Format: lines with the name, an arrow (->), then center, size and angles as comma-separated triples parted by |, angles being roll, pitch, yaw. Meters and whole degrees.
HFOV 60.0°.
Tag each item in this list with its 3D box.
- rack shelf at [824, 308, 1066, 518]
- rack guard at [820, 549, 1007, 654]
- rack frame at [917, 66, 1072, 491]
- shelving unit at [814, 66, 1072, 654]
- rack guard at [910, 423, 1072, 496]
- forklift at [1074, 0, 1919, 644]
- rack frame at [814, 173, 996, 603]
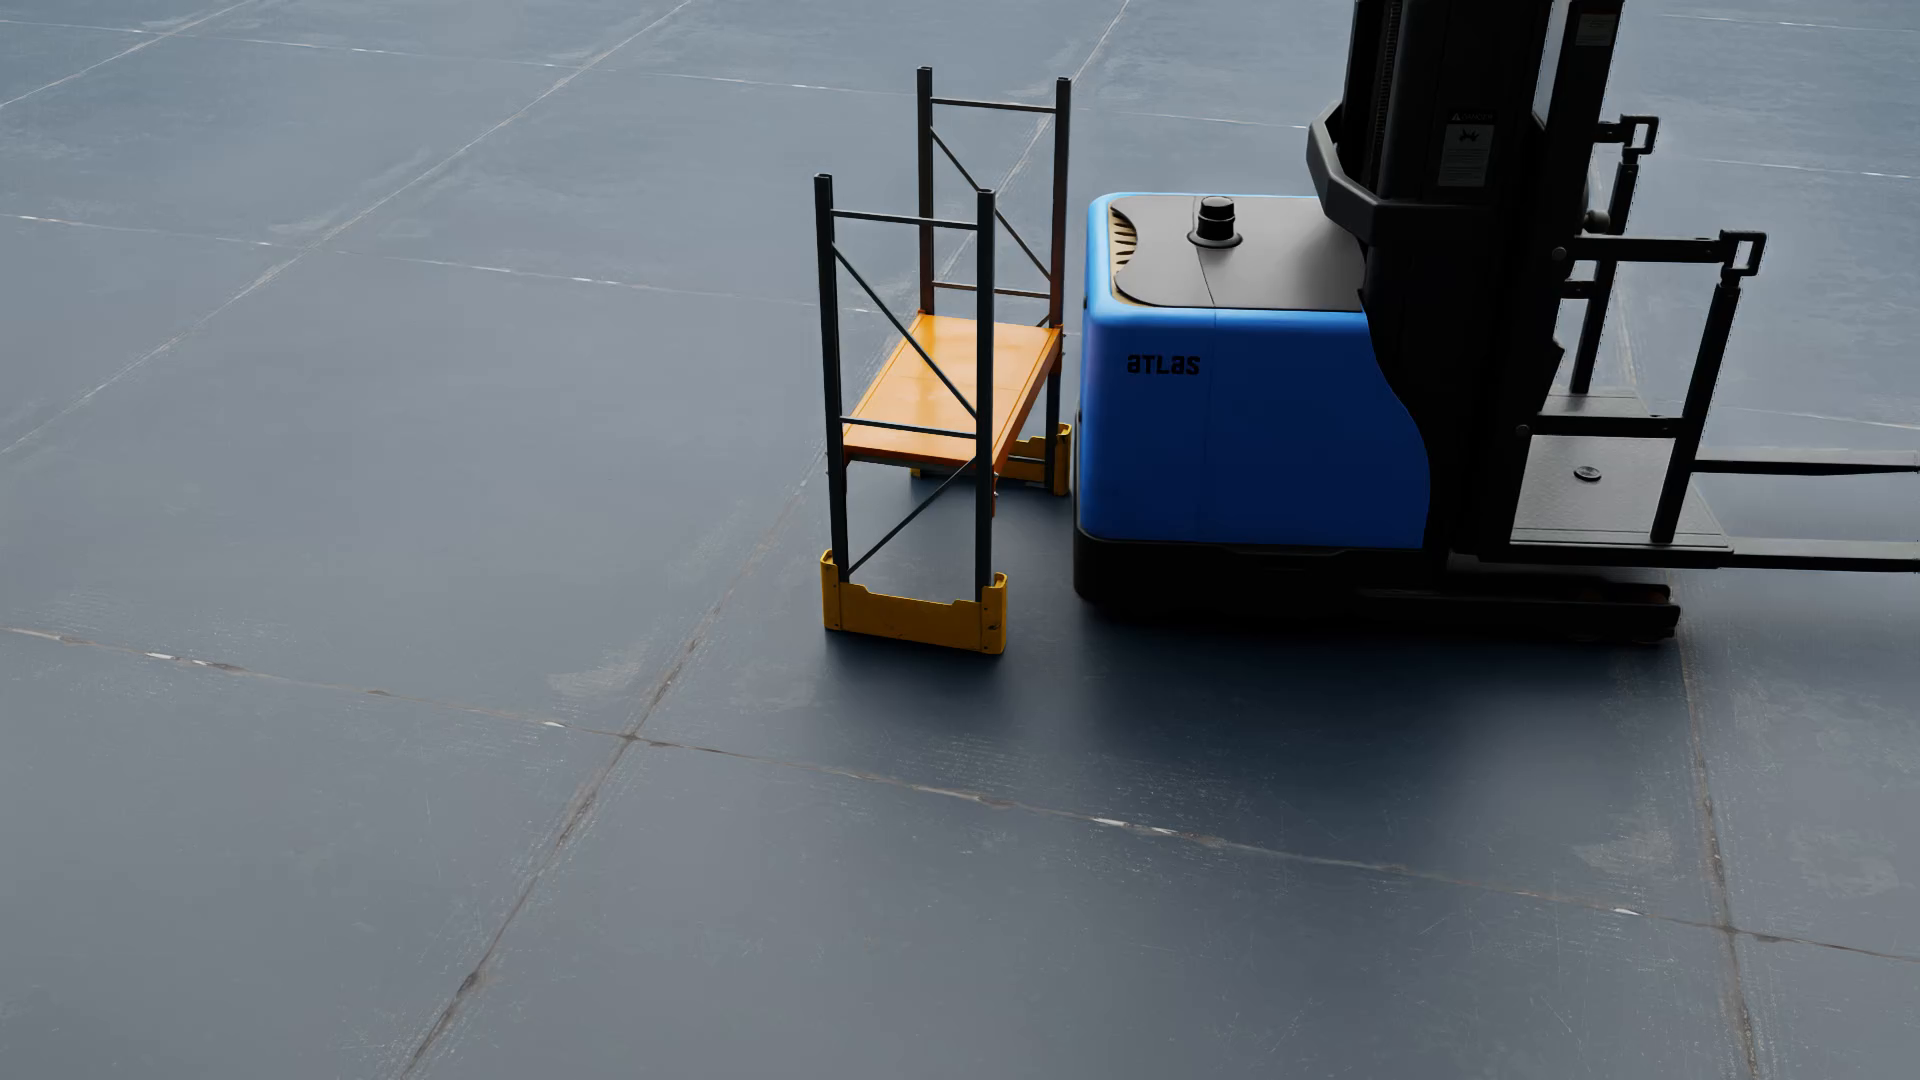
rack shelf -> -0.022, -0.437, 5.374 | 0.538, 0.185, 1.000 | 8, 33, 12
rack guard -> -0.146, 0.193, 5.214 | 0.587, 0.250, 0.087 | 8, 33, 12
rack frame -> 0.107, -0.852, 5.693 | 0.500, 1.500, 0.032 | 8, 33, 12
shelving unit -> -0.019, -0.593, 5.285 | 0.587, 1.500, 1.083 | 8, 33, 12
rack guard -> 0.107, -0.324, 6.027 | 0.587, 0.250, 0.087 | 8, 33, 12
forklift -> 1.905, -1.205, 4.914 | 3.031, 2.935, 1.130 | 2, 32, 3
rack frame -> -0.151, -0.325, 4.863 | 0.500, 1.500, 0.032 | 8, 33, 12
